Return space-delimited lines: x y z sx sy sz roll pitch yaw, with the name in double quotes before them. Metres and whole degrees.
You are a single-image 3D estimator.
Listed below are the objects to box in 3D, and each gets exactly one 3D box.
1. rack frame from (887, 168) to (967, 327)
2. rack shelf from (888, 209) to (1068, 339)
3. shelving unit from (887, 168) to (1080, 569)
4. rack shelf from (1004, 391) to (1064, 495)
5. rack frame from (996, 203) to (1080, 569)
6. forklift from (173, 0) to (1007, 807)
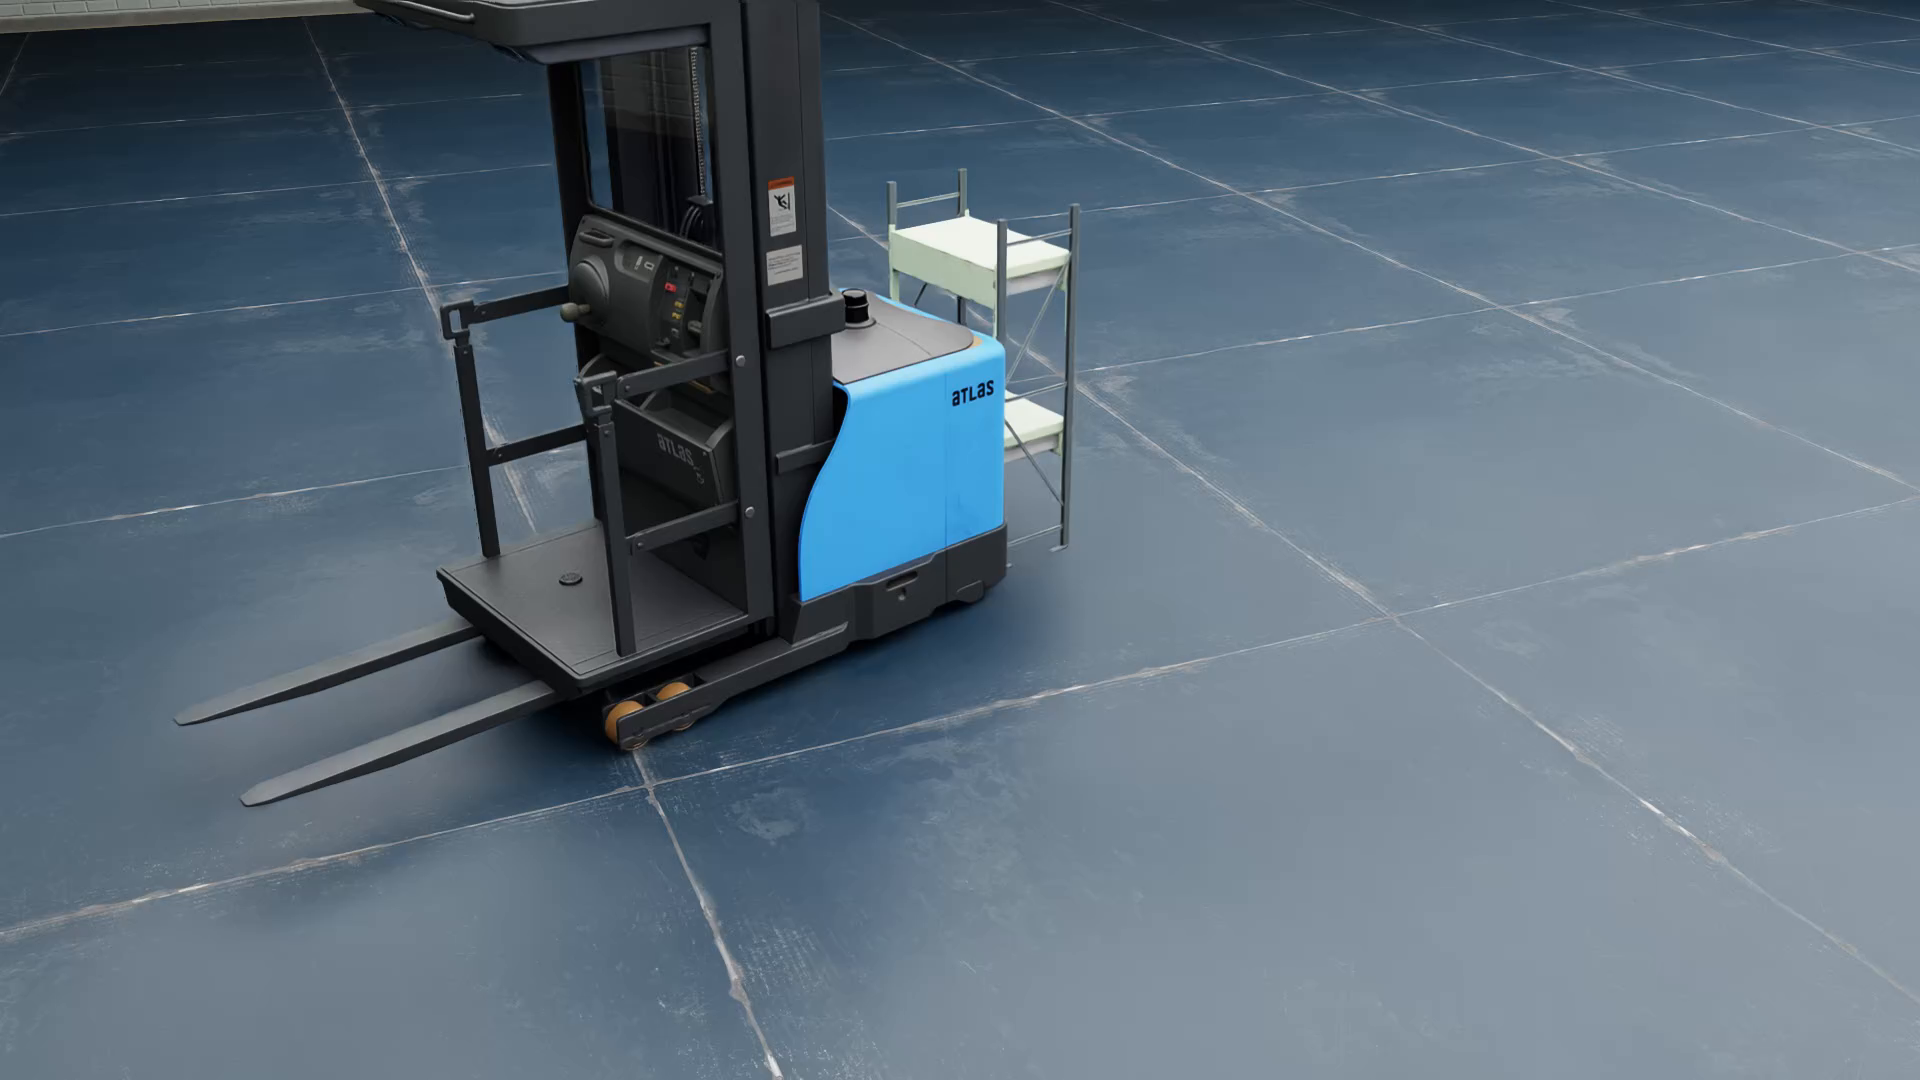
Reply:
"rack frame" -0.137 -0.850 7.282 0.400 1.500 0.023 -18 32 -33
"rack shelf" 0.084 -1.073 6.849 0.431 0.370 0.720 -18 32 -33
"shelving unit" 0.084 -0.722 7.020 0.431 1.500 0.755 -18 32 -33
"rack shelf" 0.084 -0.429 7.163 0.431 0.370 0.720 -18 32 -33
"rack frame" 0.306 -0.595 6.758 0.400 1.500 0.023 -18 32 -33
"forklift" -1.255 -0.849 5.648 3.031 2.935 1.130 -21 33 -36
